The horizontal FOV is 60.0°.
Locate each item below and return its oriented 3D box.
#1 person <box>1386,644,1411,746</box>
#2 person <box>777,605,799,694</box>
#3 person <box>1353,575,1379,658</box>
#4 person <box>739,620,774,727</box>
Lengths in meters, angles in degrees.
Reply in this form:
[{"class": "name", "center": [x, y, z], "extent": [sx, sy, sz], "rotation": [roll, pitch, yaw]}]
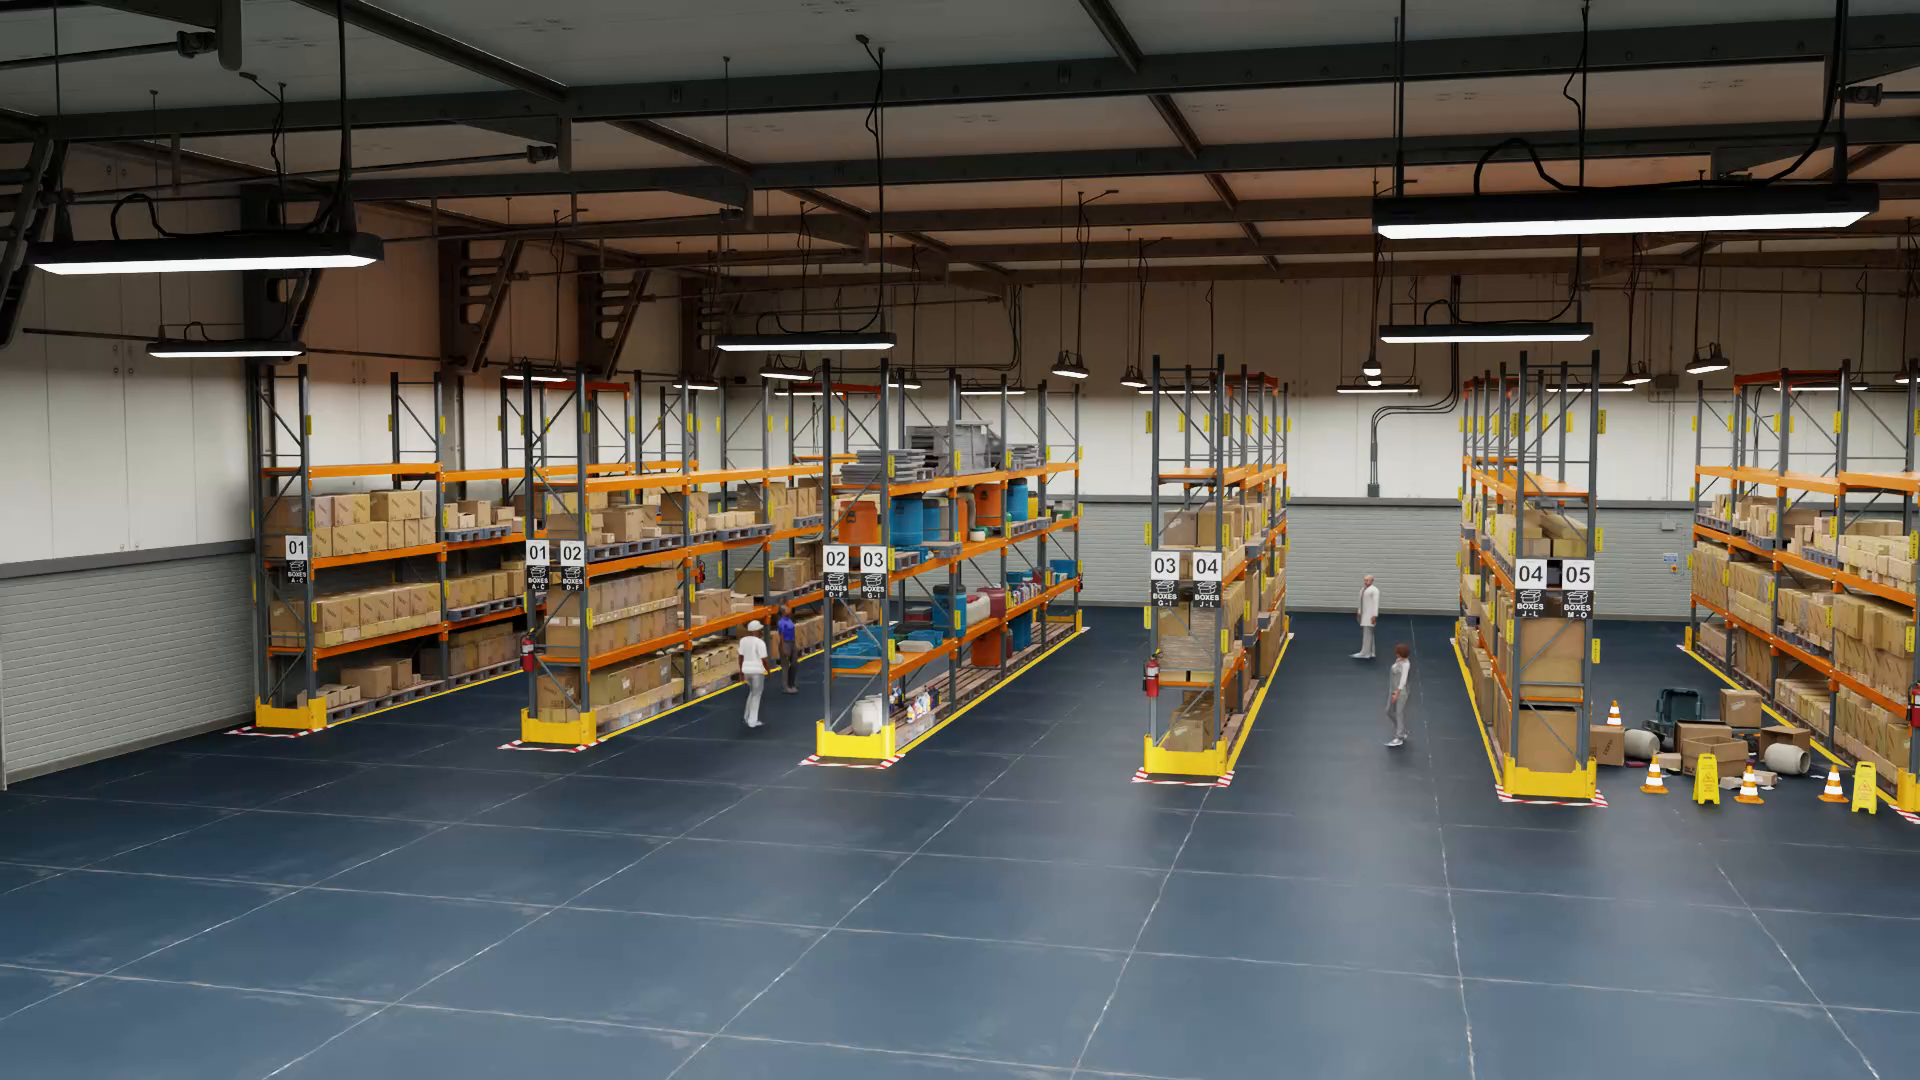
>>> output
[{"class": "person", "center": [6.860, 2.426, 26.039], "extent": [0.395, 1.603, 0.491], "rotation": [-1, 4, -10]}, {"class": "person", "center": [-3.201, 2.051, 31.152], "extent": [0.403, 1.693, 0.534], "rotation": [2, 5, 30]}, {"class": "person", "center": [8.720, 1.638, 35.895], "extent": [0.538, 1.779, 0.607], "rotation": [0, 4, -1]}, {"class": "person", "center": [-3.419, 2.222, 27.642], "extent": [0.623, 1.780, 0.511], "rotation": [3, 5, 35]}]
